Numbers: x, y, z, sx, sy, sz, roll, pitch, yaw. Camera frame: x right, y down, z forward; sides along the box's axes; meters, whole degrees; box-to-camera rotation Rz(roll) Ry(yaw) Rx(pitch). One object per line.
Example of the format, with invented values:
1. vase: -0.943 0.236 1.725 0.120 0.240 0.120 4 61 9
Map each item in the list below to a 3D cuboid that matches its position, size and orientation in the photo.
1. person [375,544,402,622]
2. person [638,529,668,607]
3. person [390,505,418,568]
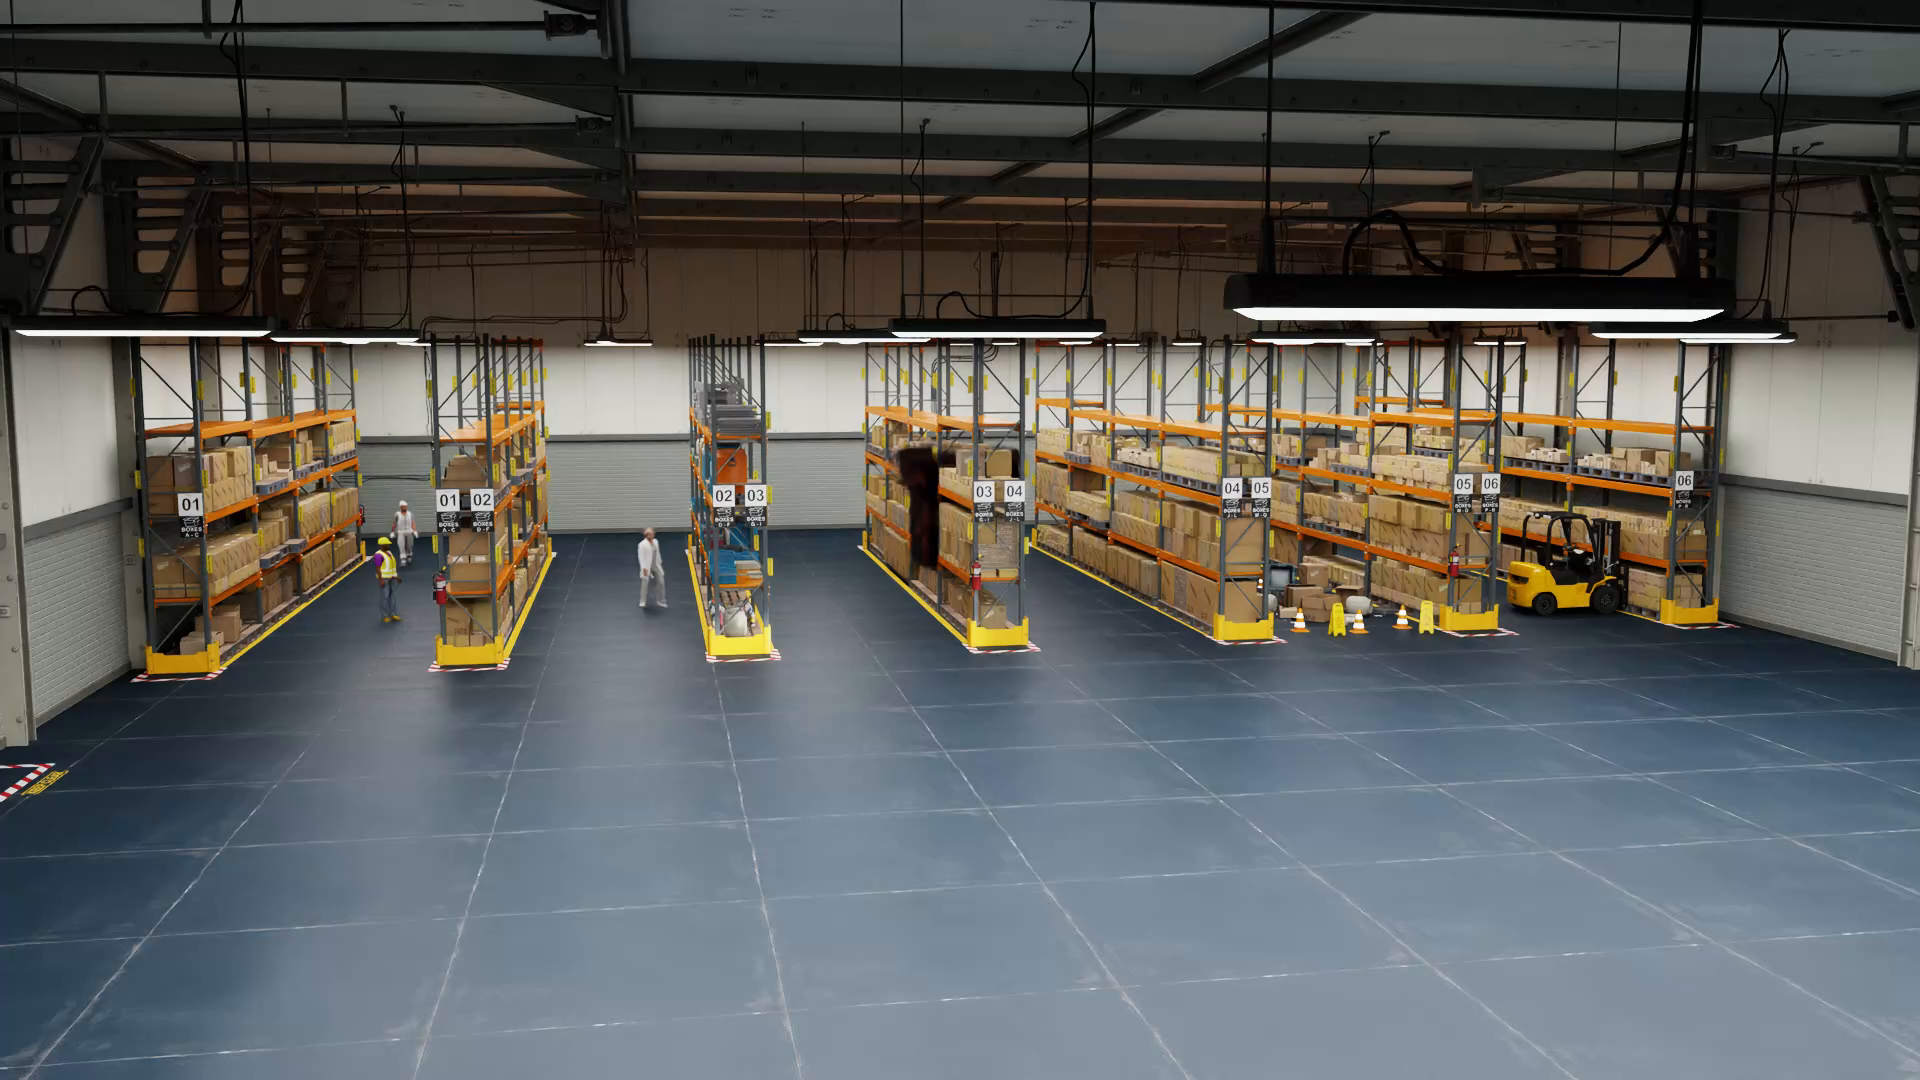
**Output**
1. person: -12.110 0.897 35.263 0.495 1.677 0.613 3 7 24
2. person: -6.853 0.666 36.966 0.690 1.860 0.640 -5 8 -35
3. person: -14.655 -0.139 43.820 0.704 1.698 1.049 -2 7 -21
